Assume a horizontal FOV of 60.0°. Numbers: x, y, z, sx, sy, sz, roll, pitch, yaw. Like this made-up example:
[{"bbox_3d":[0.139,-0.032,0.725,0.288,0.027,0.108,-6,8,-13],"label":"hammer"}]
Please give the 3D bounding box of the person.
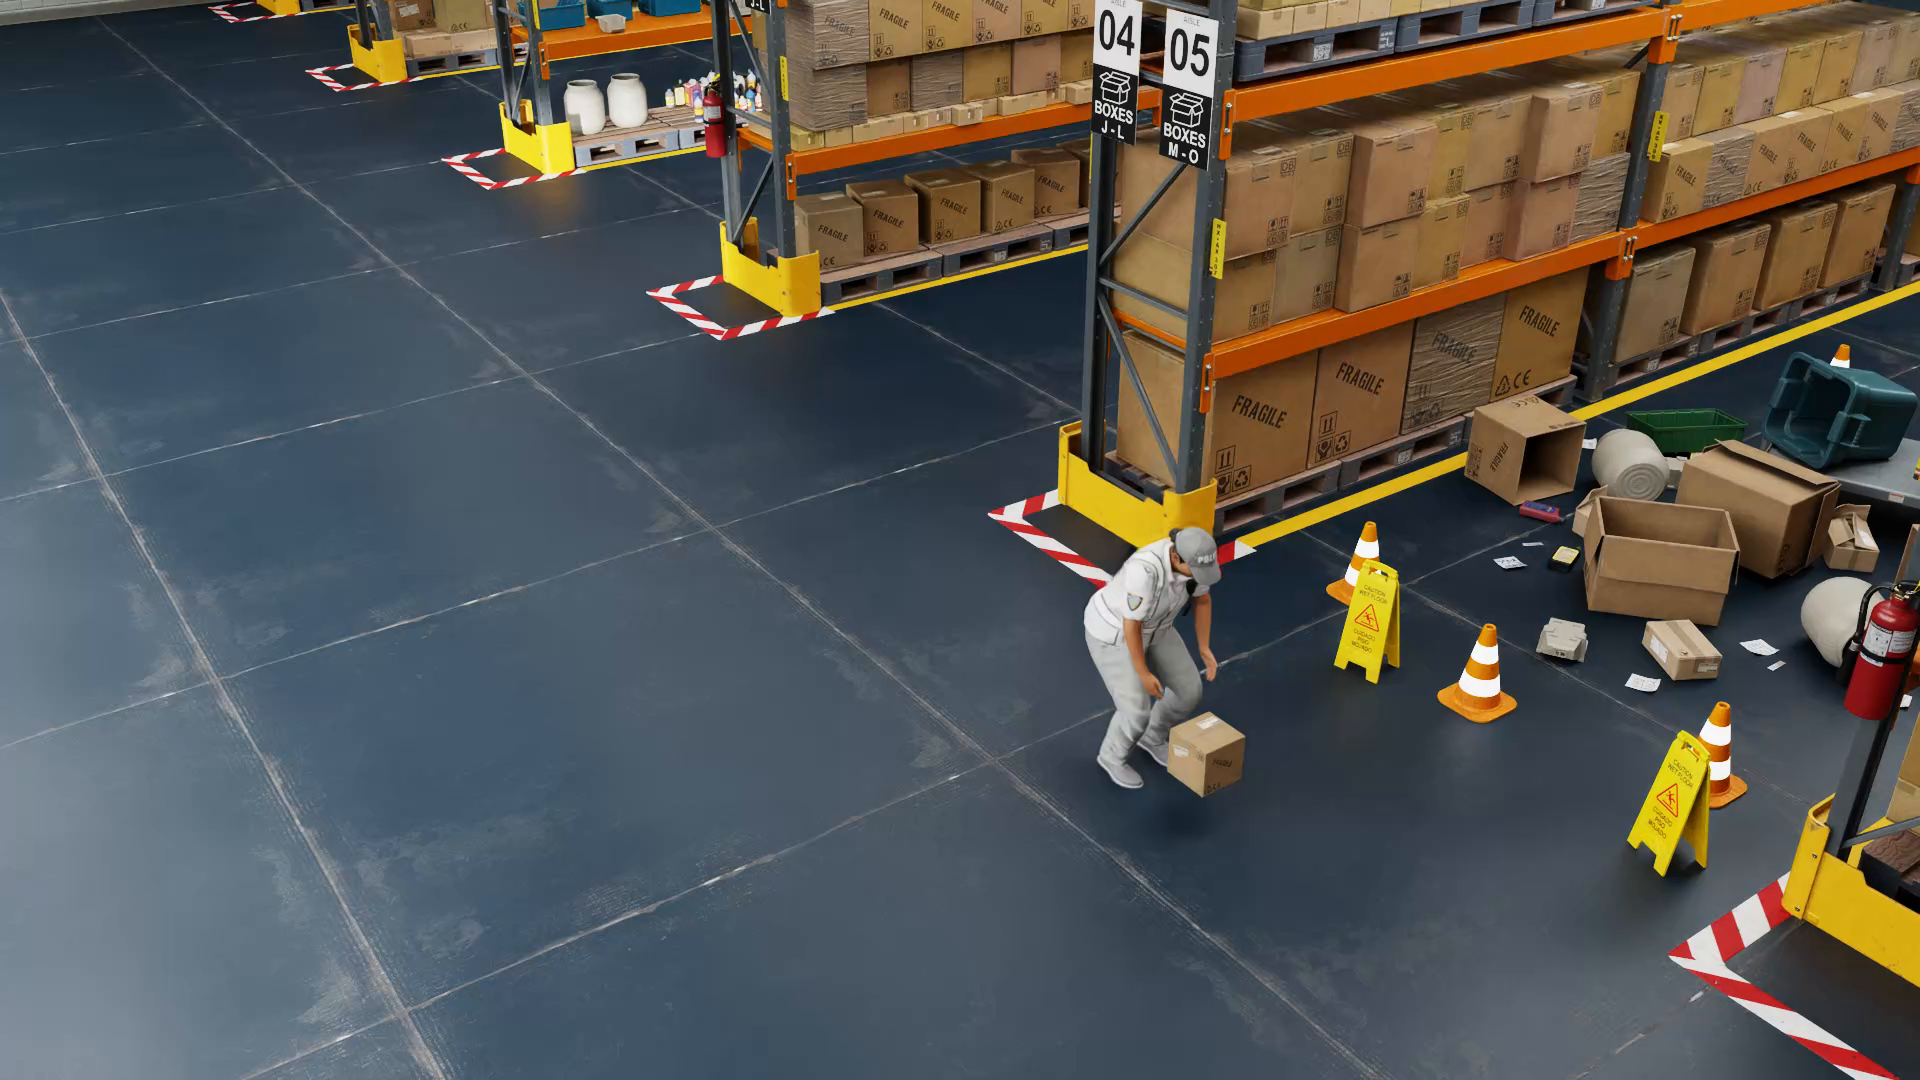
[{"bbox_3d":[0.939,0.496,7.973,0.532,1.432,0.691,-19,34,-30],"label":"person"}]
